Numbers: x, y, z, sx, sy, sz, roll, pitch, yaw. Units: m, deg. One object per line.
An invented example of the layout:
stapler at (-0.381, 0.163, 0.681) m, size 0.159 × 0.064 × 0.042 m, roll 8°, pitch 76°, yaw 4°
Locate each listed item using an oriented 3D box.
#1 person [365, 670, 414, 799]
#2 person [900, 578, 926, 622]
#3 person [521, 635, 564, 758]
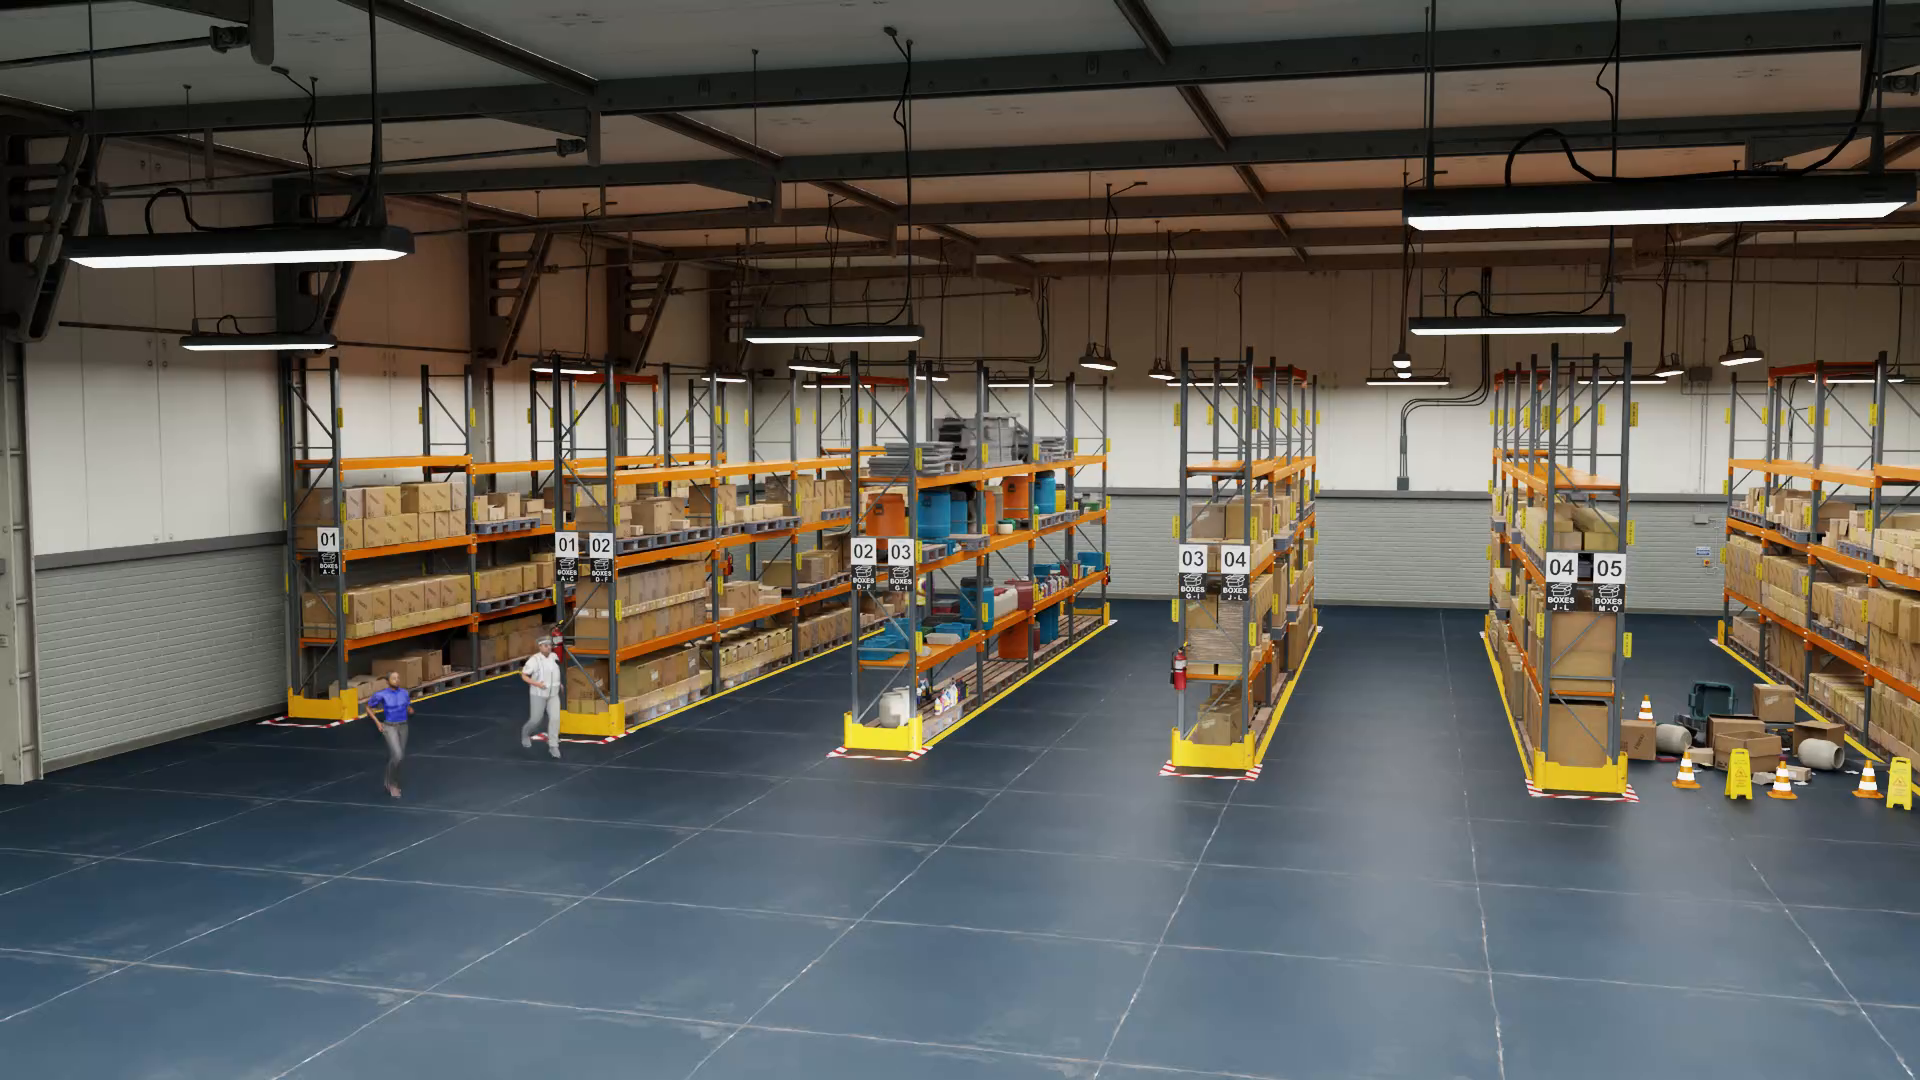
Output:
person at (-7.469, 2.581, 21.996) m, size 0.674 × 1.694 × 0.555 m, roll 3°, pitch 5°, yaw 37°
person at (-0.977, 1.447, 36.189) m, size 0.686 × 1.804 × 0.884 m, roll 1°, pitch 4°, yaw 7°
person at (-6.180, 2.300, 24.752) m, size 0.696 × 1.782 × 0.994 m, roll -4°, pitch 6°, yaw -41°
